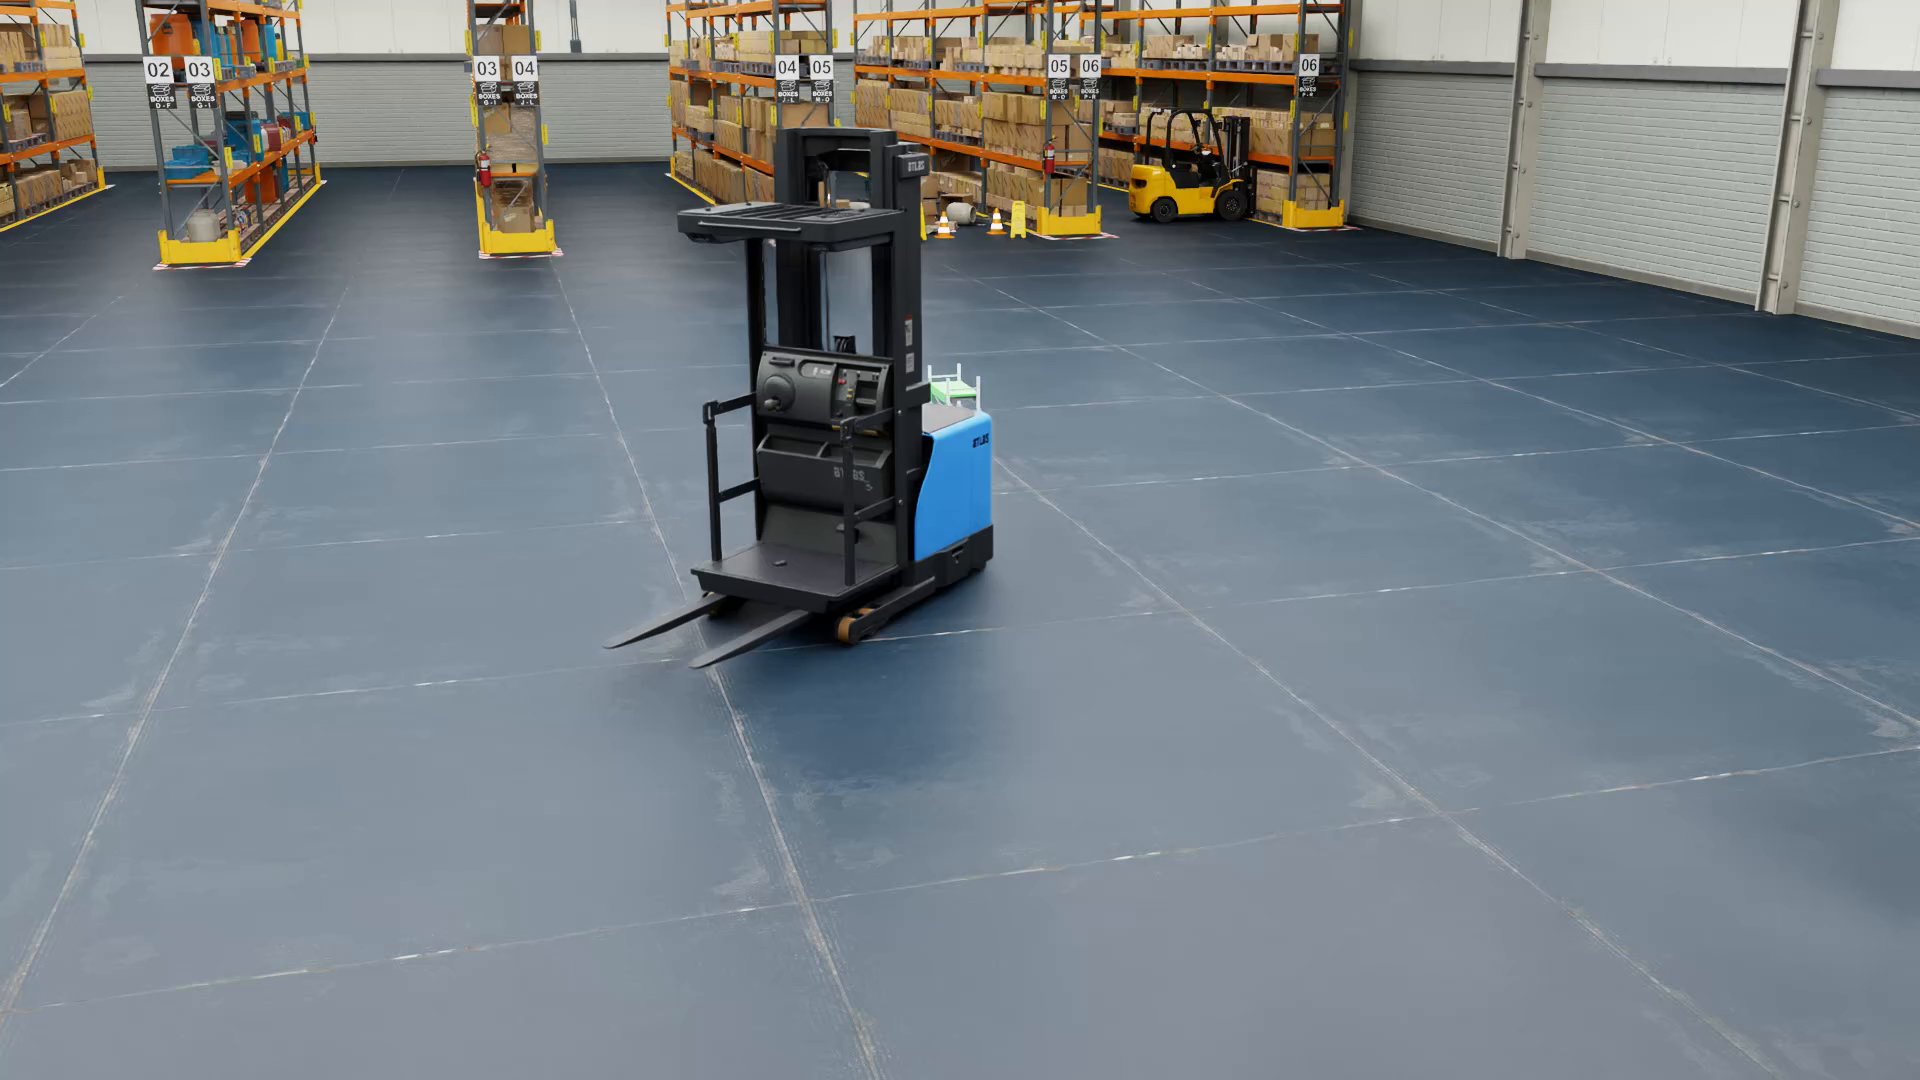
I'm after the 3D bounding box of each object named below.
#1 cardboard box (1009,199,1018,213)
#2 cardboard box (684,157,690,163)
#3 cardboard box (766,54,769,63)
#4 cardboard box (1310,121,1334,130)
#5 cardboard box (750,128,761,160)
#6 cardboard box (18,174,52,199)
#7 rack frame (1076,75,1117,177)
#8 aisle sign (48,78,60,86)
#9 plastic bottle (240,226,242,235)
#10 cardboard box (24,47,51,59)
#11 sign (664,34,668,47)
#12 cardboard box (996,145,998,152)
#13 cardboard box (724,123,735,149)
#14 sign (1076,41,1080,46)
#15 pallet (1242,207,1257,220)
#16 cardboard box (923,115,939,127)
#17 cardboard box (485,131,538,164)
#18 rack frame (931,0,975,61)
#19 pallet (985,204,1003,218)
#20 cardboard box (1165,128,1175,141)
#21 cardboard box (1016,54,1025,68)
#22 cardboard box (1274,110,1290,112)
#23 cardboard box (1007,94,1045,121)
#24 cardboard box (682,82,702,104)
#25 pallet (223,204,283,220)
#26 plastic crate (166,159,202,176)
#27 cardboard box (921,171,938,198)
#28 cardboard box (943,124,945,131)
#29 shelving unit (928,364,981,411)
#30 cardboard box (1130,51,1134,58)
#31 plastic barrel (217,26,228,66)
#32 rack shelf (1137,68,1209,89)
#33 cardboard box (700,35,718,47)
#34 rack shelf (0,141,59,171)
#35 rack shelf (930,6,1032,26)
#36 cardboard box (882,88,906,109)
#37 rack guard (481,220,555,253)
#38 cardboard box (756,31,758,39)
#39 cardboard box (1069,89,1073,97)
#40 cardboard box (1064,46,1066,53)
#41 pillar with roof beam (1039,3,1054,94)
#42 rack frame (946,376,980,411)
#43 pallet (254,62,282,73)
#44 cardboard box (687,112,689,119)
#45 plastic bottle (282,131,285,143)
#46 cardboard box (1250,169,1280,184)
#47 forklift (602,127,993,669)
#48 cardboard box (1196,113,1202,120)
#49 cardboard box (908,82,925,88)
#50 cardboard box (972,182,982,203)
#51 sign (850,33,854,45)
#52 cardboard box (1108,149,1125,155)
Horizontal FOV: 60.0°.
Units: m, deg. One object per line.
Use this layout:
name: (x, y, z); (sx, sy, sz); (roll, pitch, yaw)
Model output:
cardboard box: (1.279, -6.496, 32.414); (0.500, 0.250, 0.500); (-5, 18, -17)
cardboard box: (-6.677, -9.501, 41.561); (0.380, 0.149, 0.250); (-6, 18, -18)
cardboard box: (-3.174, -8.402, 29.029); (0.380, 0.149, 0.250); (-5, 17, -15)
cardboard box: (6.971, -7.988, 32.029); (0.380, 0.149, 0.250); (-5, 17, -17)
cardboard box: (-3.466, -7.470, 31.347); (0.875, 0.550, 0.550); (-5, 17, -15)
cardboard box: (-19.632, -7.499, 35.282); (0.500, 0.500, 0.500); (-4, 17, -15)
rack frame: (3.517, -10.834, 42.806); (1.000, 3.000, 0.127); (-5, 17, -15)
aisle sign: (-21.709, -11.222, 39.579); (0.394, 0.787, 0.004); (-5, 17, -15)
plastic bottle: (-12.474, -5.372, 28.721); (0.097, 0.201, 0.097); (0, 17, 0)
cardboard box: (-20.203, -10.634, 36.316); (0.500, 0.250, 0.500); (-5, 17, -15)
sign: (-7.607, -12.940, 43.084); (0.100, 0.325, 0.005); (-5, 17, -15)
cardboard box: (0.944, -7.858, 33.336); (0.380, 0.149, 0.250); (-5, 17, -16)
cardboard box: (-4.607, -8.400, 34.527); (0.500, 0.500, 0.500); (-5, 17, -16)
sign: (2.998, -12.473, 42.151); (0.100, 0.325, 0.005); (-5, 17, -15)
pallet: (6.233, -6.725, 33.972); (1.003, 0.211, 1.213); (-5, 17, -15)
cardboard box: (-0.532, -9.616, 38.142); (0.500, 0.250, 0.500); (-5, 17, -15)
cardboard box: (-7.610, -6.683, 28.294); (0.875, 0.500, 0.500); (-5, 17, -15)
rack frame: (-0.155, -12.208, 36.950); (1.000, 3.000, 0.127); (-5, 17, -15)
pallet: (1.163, -6.710, 33.922); (1.003, 0.211, 1.213); (-5, 17, -15)
cardboard box: (4.926, -9.089, 37.257); (0.500, 0.250, 0.500); (-4, 17, -13)
cardboard box: (1.360, -9.031, 31.334); (0.500, 0.250, 0.500); (-4, 17, -14)
cardboard box: (6.531, -8.556, 33.403); (0.380, 0.149, 0.250); (-5, 17, -15)
cardboard box: (1.319, -8.337, 32.065); (0.700, 0.500, 0.500); (-5, 17, -16)
cardboard box: (-6.522, -10.942, 40.736); (0.500, 0.500, 0.500); (-5, 18, -17)
pallet: (-14.270, -6.606, 33.579); (1.003, 0.211, 1.213); (-5, 17, -15)
plastic crate: (-12.845, -6.170, 27.537); (0.499, 0.251, 0.408); (-5, 17, -15)
cardboard box: (-0.759, -7.244, 33.884); (0.500, 0.500, 0.500); (-5, 17, -15)
cardboard box: (-0.168, -9.150, 36.907); (0.380, 0.149, 0.250); (-6, 18, -19)
shelving unit: (-0.045, -0.620, 11.932); (0.258, 1.200, 0.503); (-5, 17, -15)
cardboard box: (4.235, -11.436, 39.163); (0.380, 0.149, 0.250); (-5, 17, -17)
plastic barrel: (-13.874, -9.034, 30.728); (0.600, 0.901, 0.600); (0, 17, 0)
rack shelf: (5.166, -10.267, 36.953); (1.077, 0.370, 4.000); (-5, 17, -15)
cardboard box: (-5.621, -11.212, 37.344); (0.396, 0.266, 0.258); (-5, 17, -15)
rack shelf: (-19.759, -7.977, 34.546); (1.077, 0.370, 4.000); (-5, 17, -15)
rack shelf: (0.395, -11.118, 35.269); (1.077, 0.370, 4.000); (-5, 17, -15)
cardboard box: (-1.649, -11.076, 41.700); (0.500, 0.500, 0.500); (-5, 17, -16)
rack guard: (-7.506, -5.162, 28.268); (1.175, 0.500, 0.348); (-5, 17, -15)
cardboard box: (-3.456, -9.068, 29.857); (0.380, 0.149, 0.250); (-5, 17, -16)
cardboard box: (2.696, -11.809, 44.491); (0.500, 0.500, 0.500); (-4, 17, -14)
cardboard box: (2.058, -9.003, 30.545); (0.380, 0.149, 0.250); (-5, 17, -15)
pillar with roof beam: (-1.595, -15.291, 47.214); (9.100, 9.000, 0.400); (-5, 17, -15)
rack frame: (0.022, -0.553, 11.707); (0.240, 1.200, 0.015); (-5, 17, -15)
pallet: (-14.562, -9.725, 34.227); (1.003, 0.211, 1.213); (-5, 17, -15)
cardboard box: (-6.247, -10.028, 39.312); (0.380, 0.149, 0.250); (-5, 17, -16)
plastic bottle: (-14.786, -8.781, 36.186); (0.152, 0.276, 0.135); (-5, 17, -15)
cardboard box: (6.095, -7.260, 33.220); (0.500, 0.250, 0.500); (-4, 17, -15)
forklift: (-0.945, -0.931, 9.955); (1.130, 2.935, 3.031); (9, 19, 28)
cardboard box: (5.320, -9.127, 35.821); (0.380, 0.149, 0.250); (-5, 17, -16)
cardboard box: (-1.091, -11.386, 41.604); (0.380, 0.149, 0.250); (-5, 17, -16)
cardboard box: (0.798, -7.315, 34.930); (0.950, 0.372, 0.625); (-4, 17, -15)
sign: (-2.889, -13.398, 44.471); (0.100, 0.325, 0.005); (-5, 17, -15)
cardboard box: (3.881, -9.600, 41.185); (0.380, 0.149, 0.250); (-5, 17, -15)
